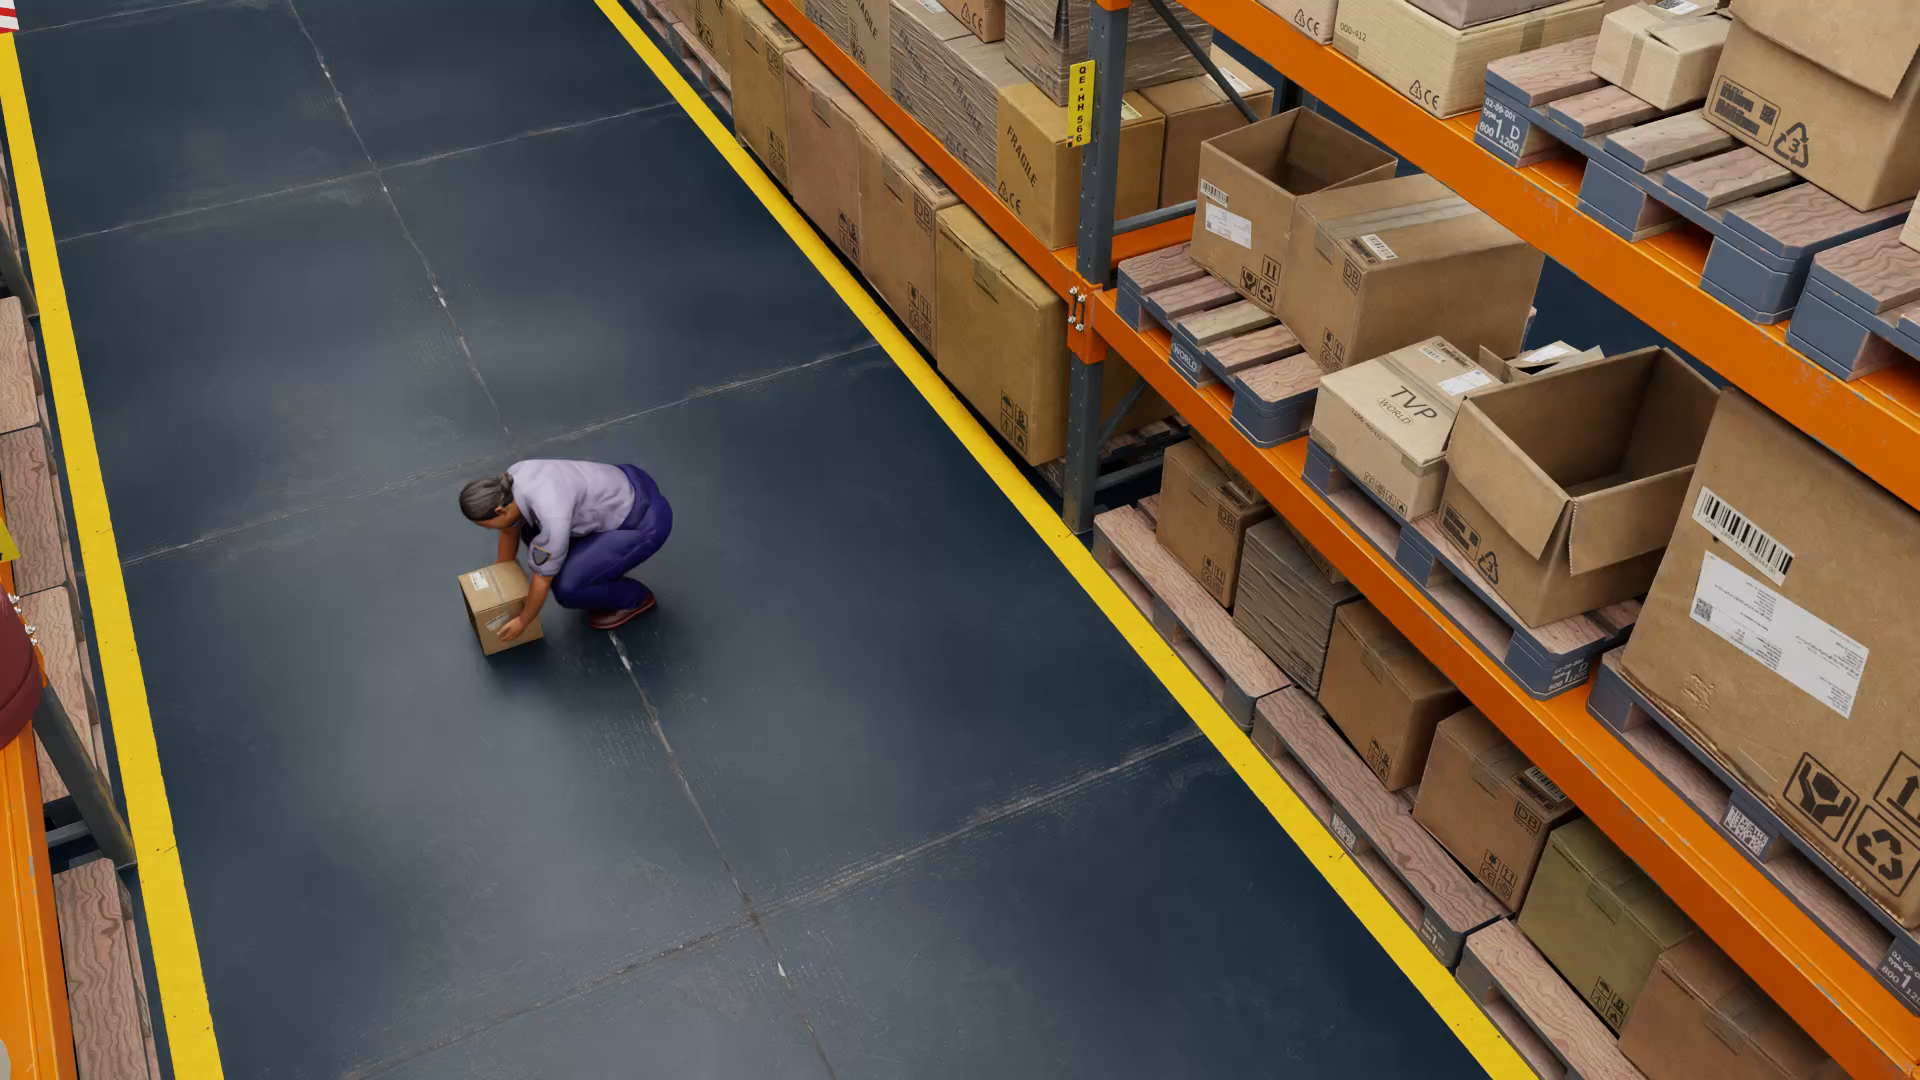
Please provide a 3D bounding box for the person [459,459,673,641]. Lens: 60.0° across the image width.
[{"bbox_3d":[-1.594,-0.031,6.822,0.822,0.840,0.514,-19,45,-20],"label":"person"}]
